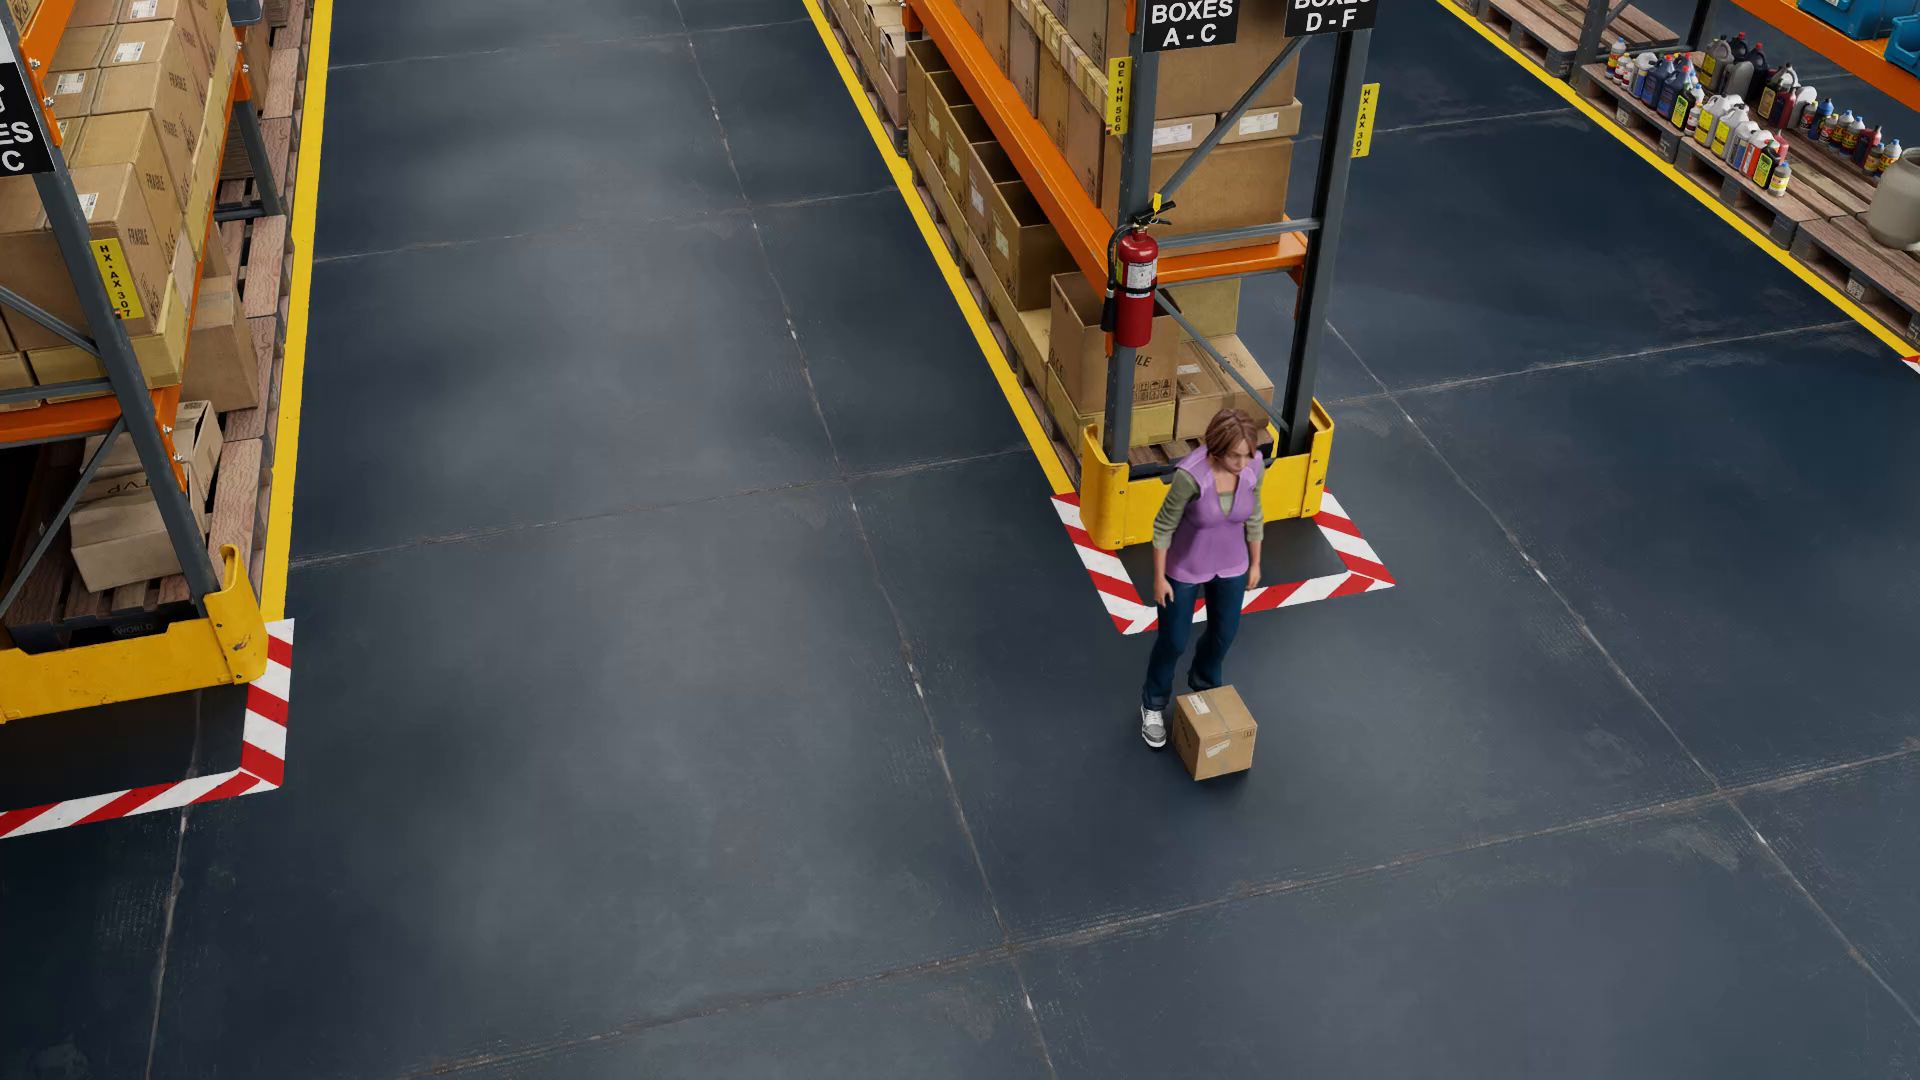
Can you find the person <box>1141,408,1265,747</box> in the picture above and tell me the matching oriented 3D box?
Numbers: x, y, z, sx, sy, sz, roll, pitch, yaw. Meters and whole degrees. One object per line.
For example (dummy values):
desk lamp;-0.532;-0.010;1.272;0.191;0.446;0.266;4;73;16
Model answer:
person;0.969;0.126;6.565;0.467;1.592;0.349;-10;40;-12
